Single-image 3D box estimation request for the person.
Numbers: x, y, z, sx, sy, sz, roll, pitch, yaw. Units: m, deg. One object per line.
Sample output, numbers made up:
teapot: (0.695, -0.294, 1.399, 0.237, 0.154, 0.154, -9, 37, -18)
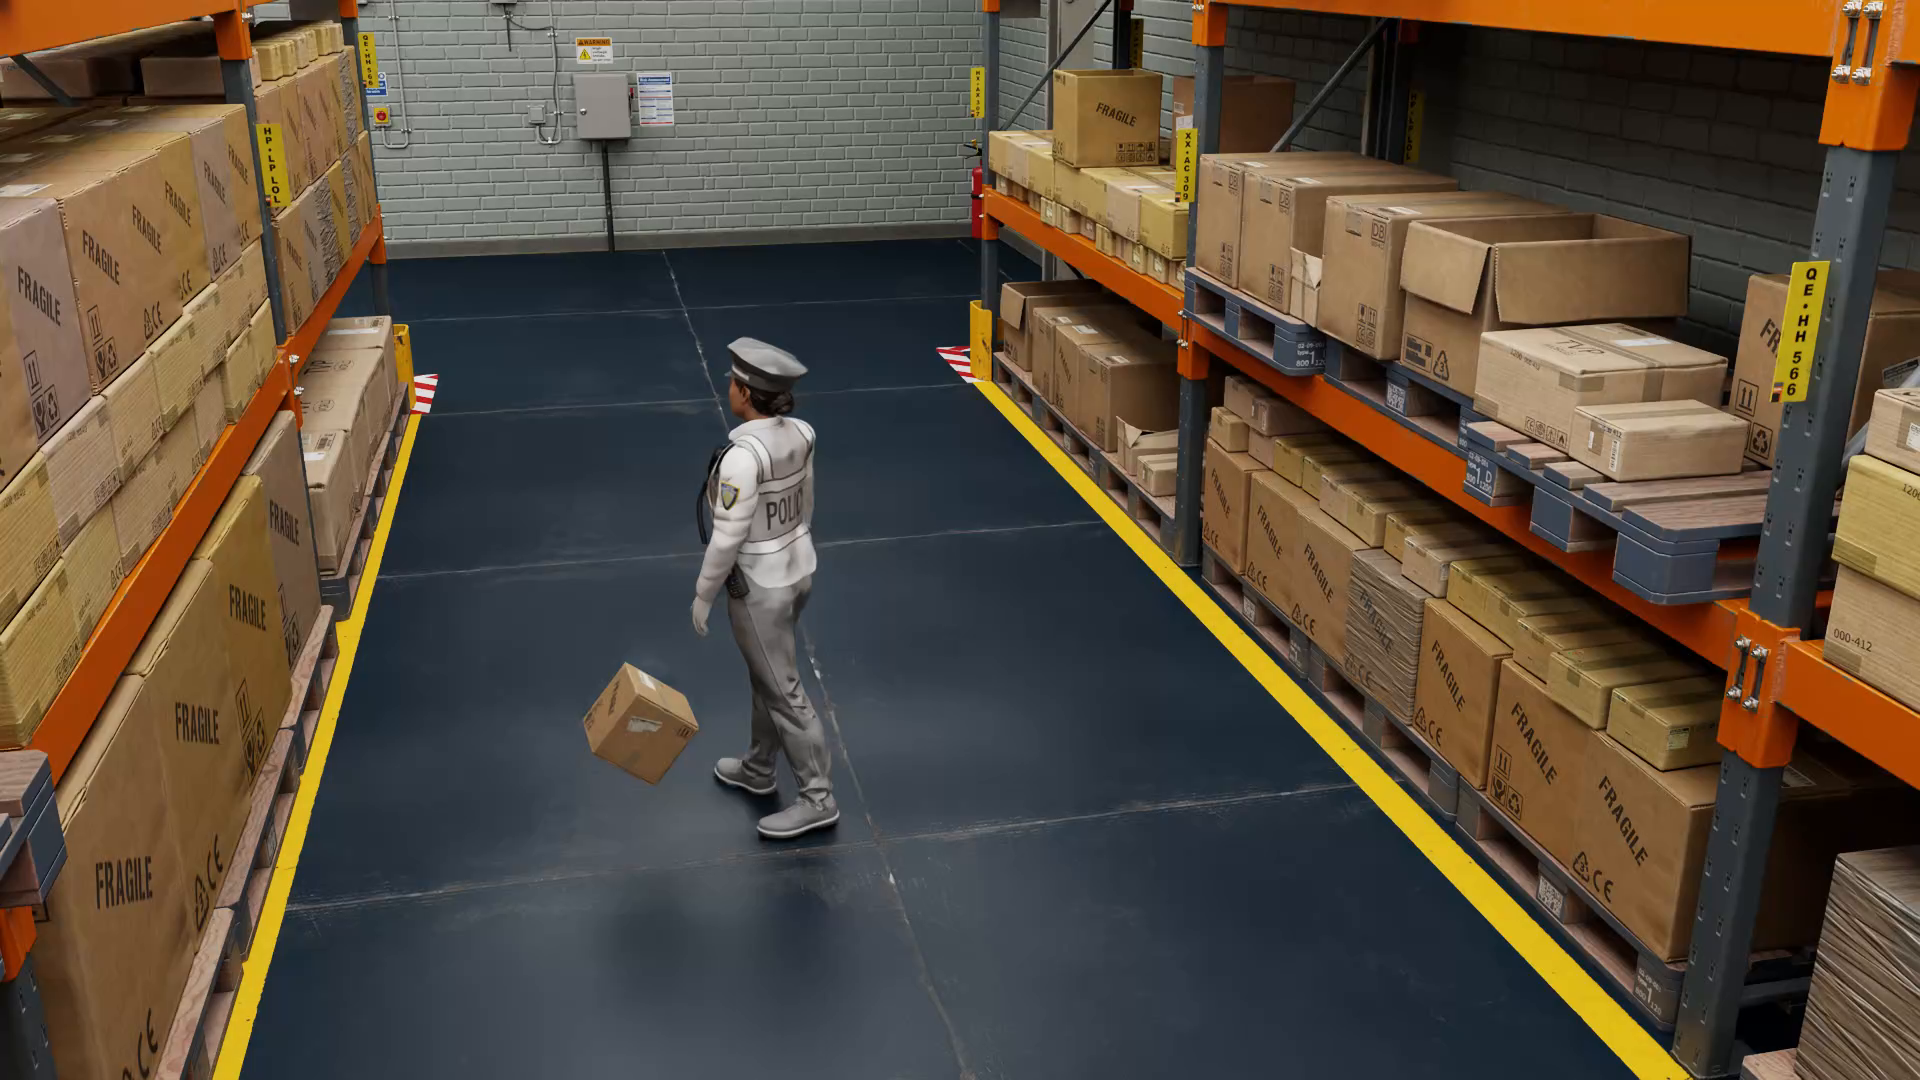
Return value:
person: (-0.669, 0.147, 5.620, 0.597, 1.681, 0.584, 8, 21, 20)
